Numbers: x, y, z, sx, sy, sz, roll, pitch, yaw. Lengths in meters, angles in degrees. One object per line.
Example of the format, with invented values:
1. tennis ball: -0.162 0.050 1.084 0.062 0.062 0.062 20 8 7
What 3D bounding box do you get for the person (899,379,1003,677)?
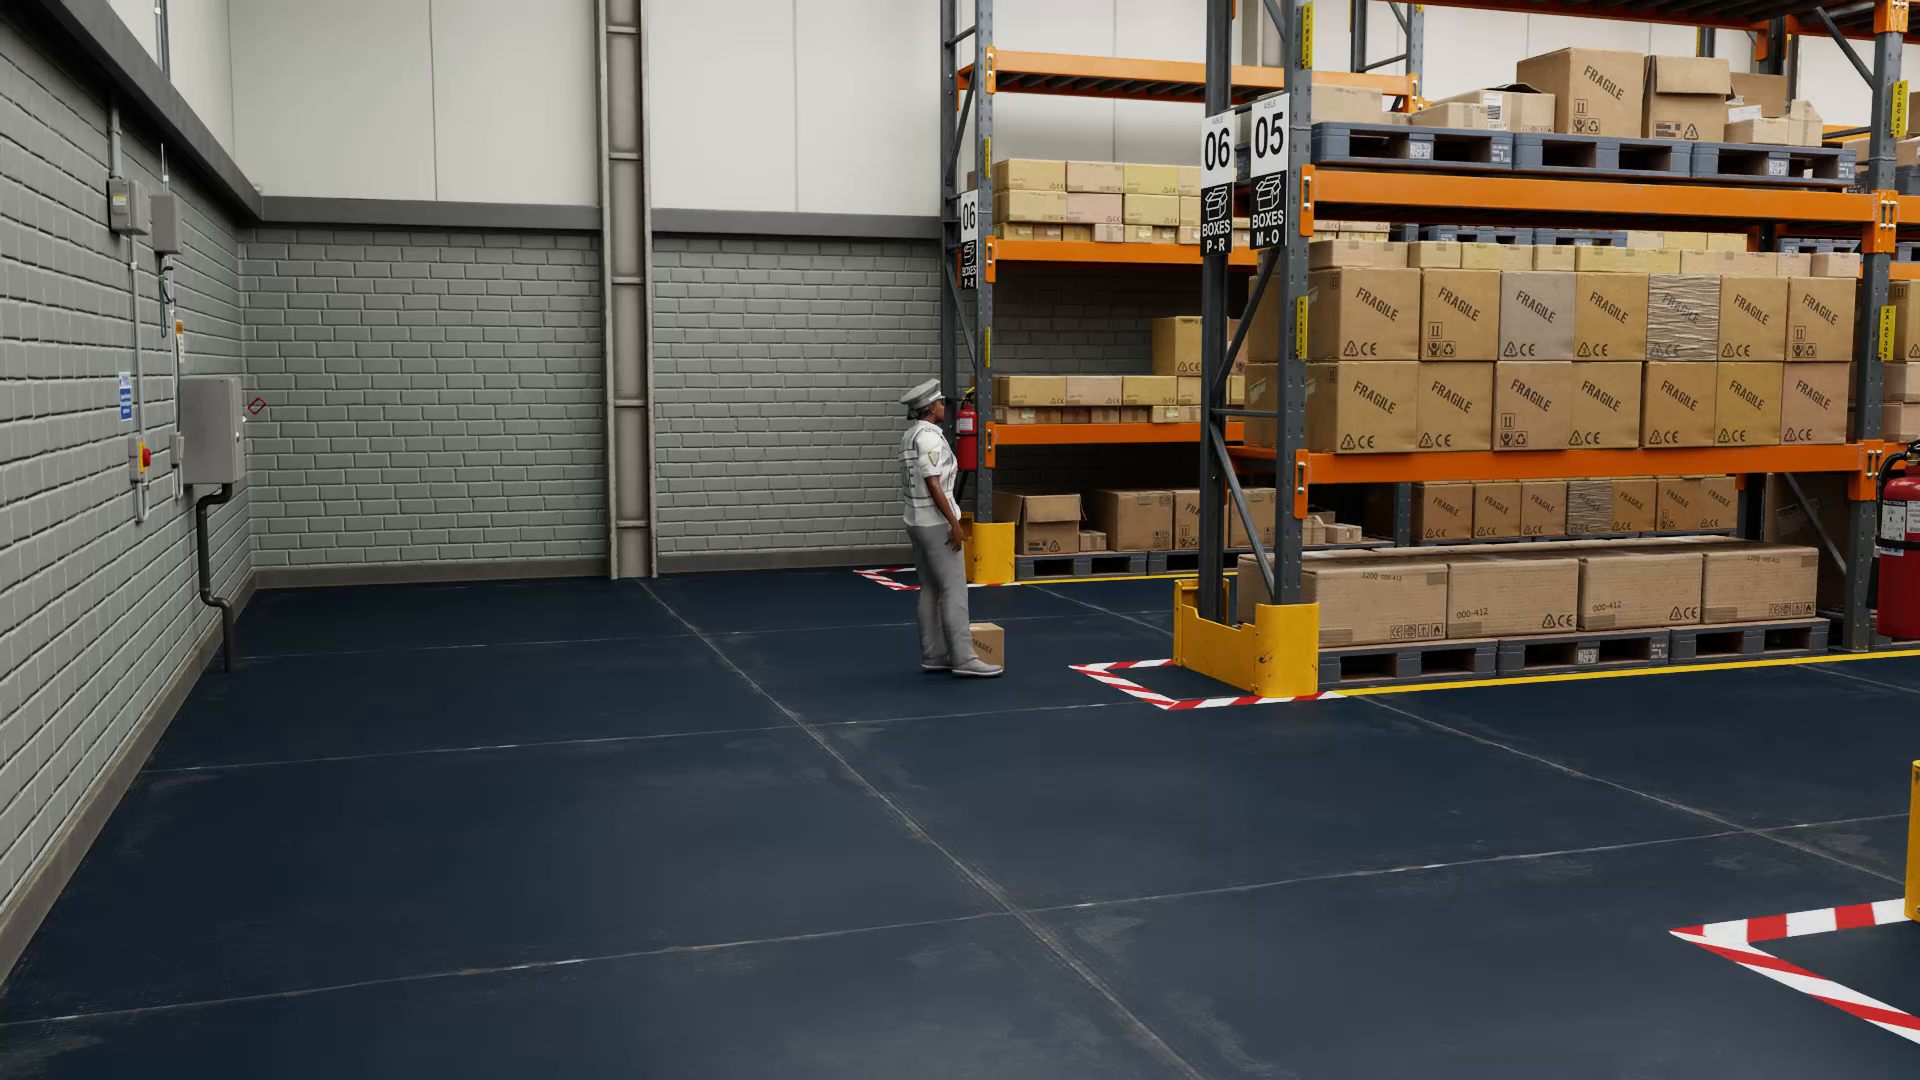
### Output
1. person: -0.080 -0.081 9.615 0.530 1.692 0.569 -2 6 -19
